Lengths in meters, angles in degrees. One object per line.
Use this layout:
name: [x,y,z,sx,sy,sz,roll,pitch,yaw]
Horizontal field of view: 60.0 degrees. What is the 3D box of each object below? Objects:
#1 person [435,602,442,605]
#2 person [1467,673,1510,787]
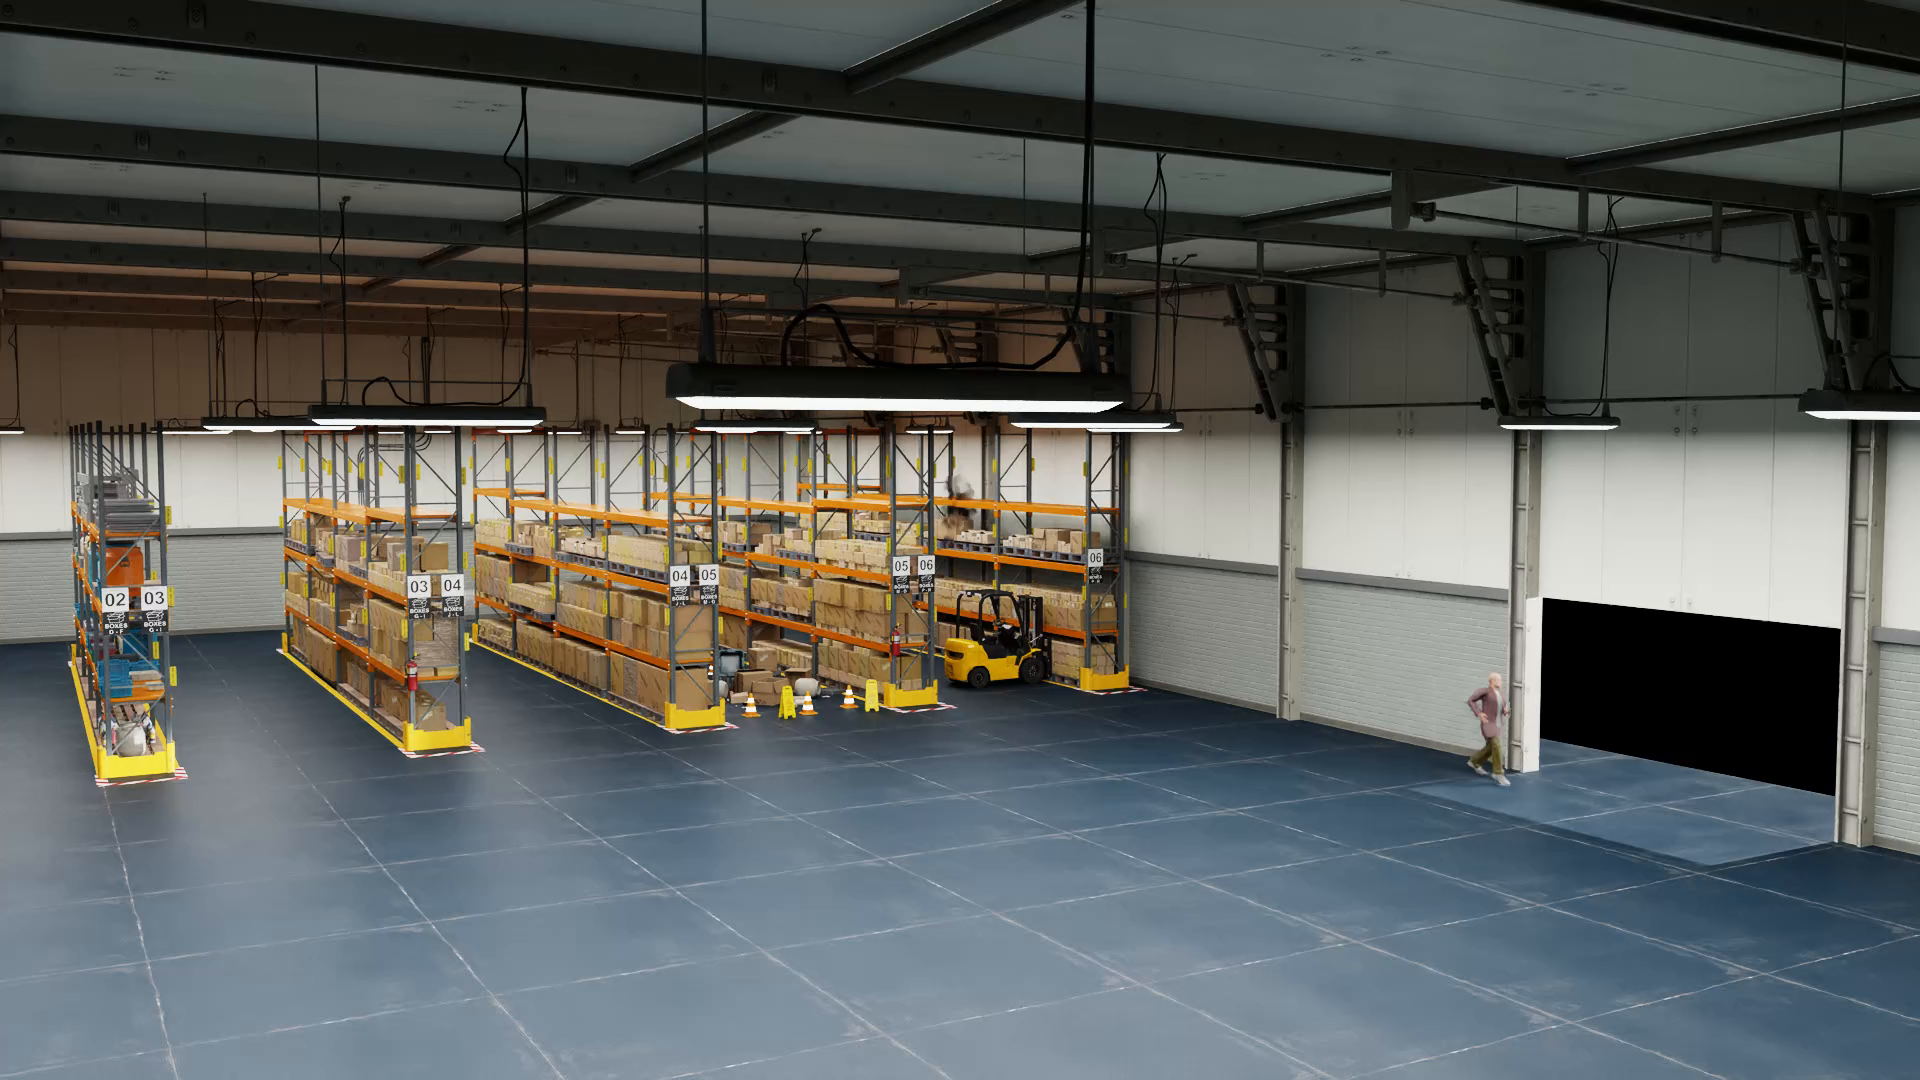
person: [-14.685,2.062,45.949,0.645,1.629,0.566,0,4,8]
person: [8.904,3.116,27.744,0.710,1.782,1.037,-3,4,-36]
